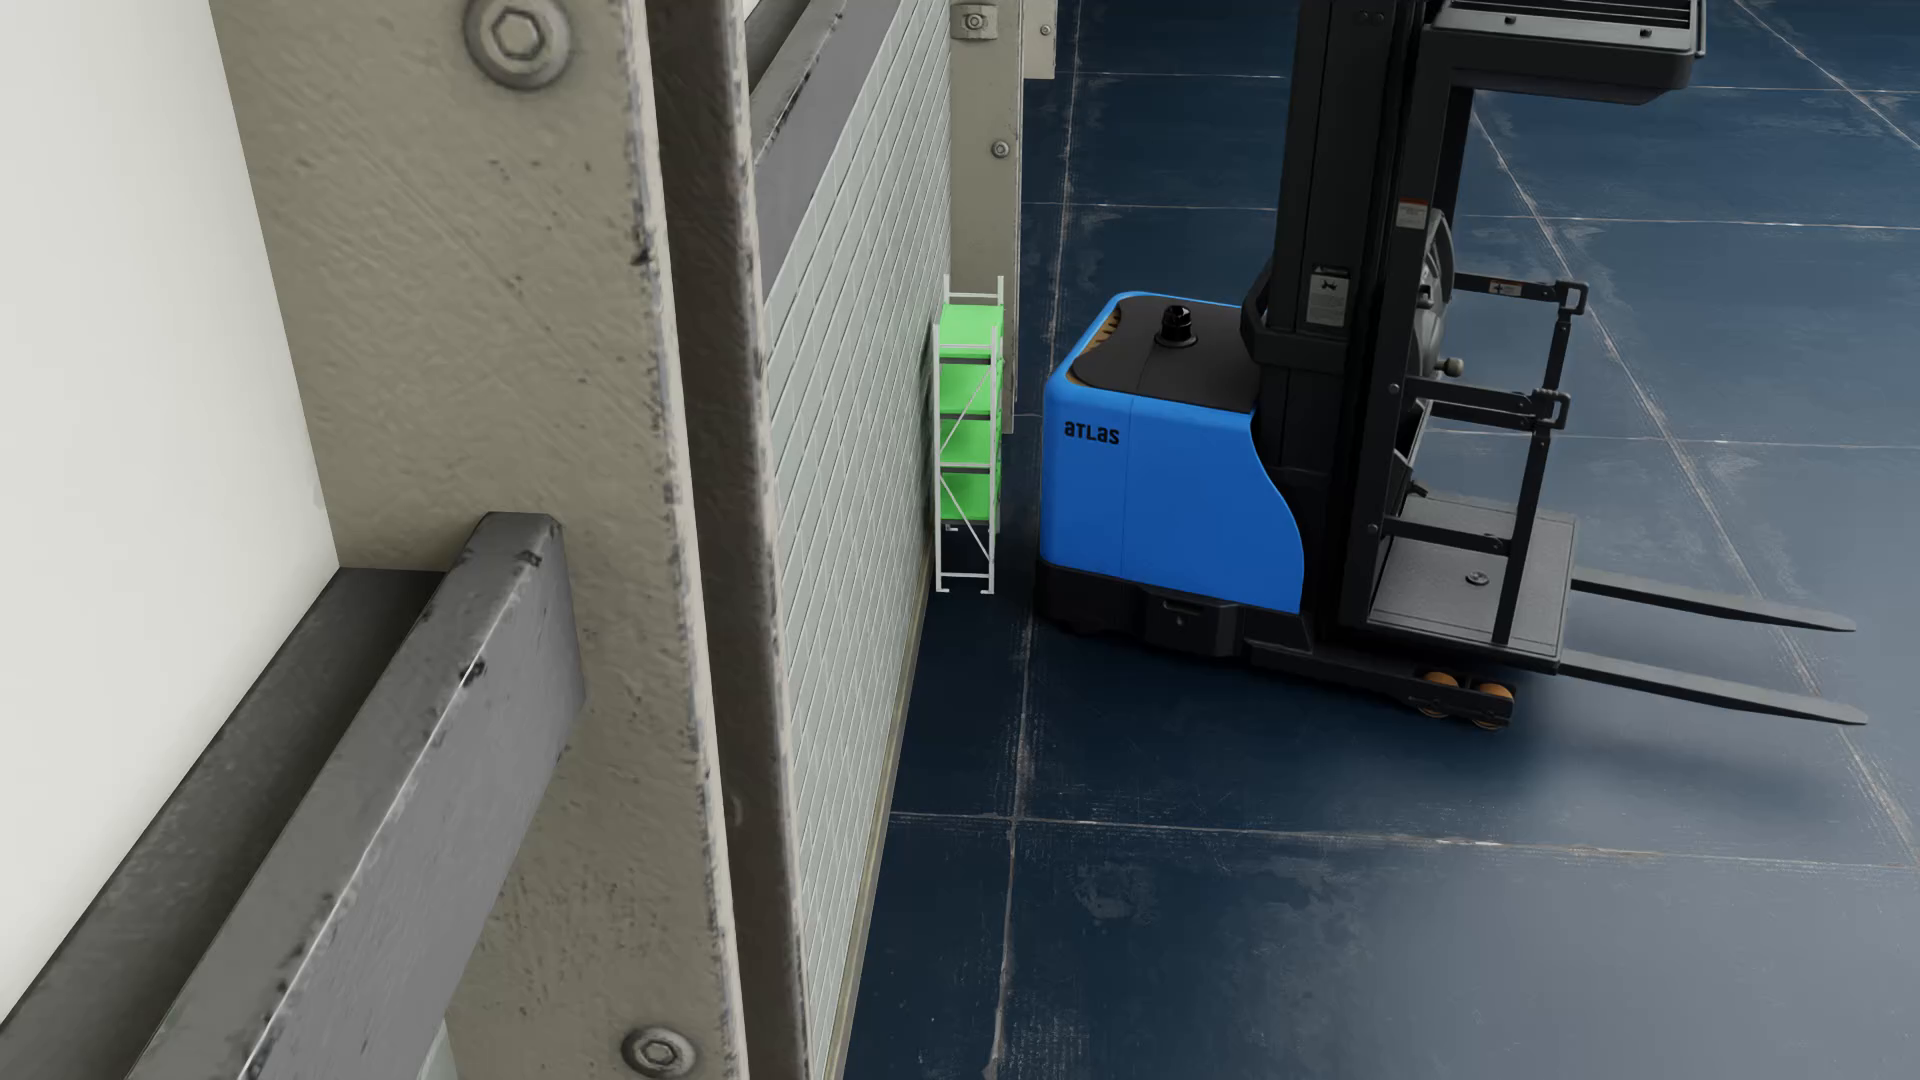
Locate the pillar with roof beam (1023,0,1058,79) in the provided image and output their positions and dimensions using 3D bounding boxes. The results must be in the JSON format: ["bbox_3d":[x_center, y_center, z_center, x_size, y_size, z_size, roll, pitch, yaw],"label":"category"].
[{"bbox_3d":[4.898,-7.411,10.698,9.100,9.000,0.400,2,32,4],"label":"pillar with roof beam"}]

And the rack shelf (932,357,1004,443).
[{"bbox_3d":[0.037,-0.573,6.700,0.258,0.148,0.480,2,32,4],"label":"rack shelf"}]

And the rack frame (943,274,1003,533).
[{"bbox_3d":[0.055,-0.551,6.999,0.240,1.200,0.015,2,32,4],"label":"rack frame"}]

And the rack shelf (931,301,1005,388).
[{"bbox_3d":[0.036,-0.777,6.574,0.258,0.148,0.480,2,32,4],"label":"rack shelf"}]

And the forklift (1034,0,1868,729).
[{"bbox_3d":[1.869,-0.868,5.865,3.031,2.935,1.130,11,33,18],"label":"forklift"}]

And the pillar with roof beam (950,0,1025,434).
[{"bbox_3d":[4.409,-4.274,5.607,9.100,9.000,0.400,2,32,4],"label":"pillar with roof beam"}]

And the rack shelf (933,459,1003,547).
[{"bbox_3d":[0.038,-0.164,6.952,0.258,0.148,0.480,2,32,4],"label":"rack shelf"}]

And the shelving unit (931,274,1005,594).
[{"bbox_3d":[0.037,-0.423,6.792,0.258,1.200,0.503,2,32,4],"label":"shelving unit"}]

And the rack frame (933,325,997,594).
[{"bbox_3d":[0.019,-0.295,6.585,0.240,1.200,0.015,2,32,4],"label":"rack frame"}]

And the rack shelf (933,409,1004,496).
[{"bbox_3d":[0.037,-0.369,6.826,0.258,0.148,0.480,2,32,4],"label":"rack shelf"}]
